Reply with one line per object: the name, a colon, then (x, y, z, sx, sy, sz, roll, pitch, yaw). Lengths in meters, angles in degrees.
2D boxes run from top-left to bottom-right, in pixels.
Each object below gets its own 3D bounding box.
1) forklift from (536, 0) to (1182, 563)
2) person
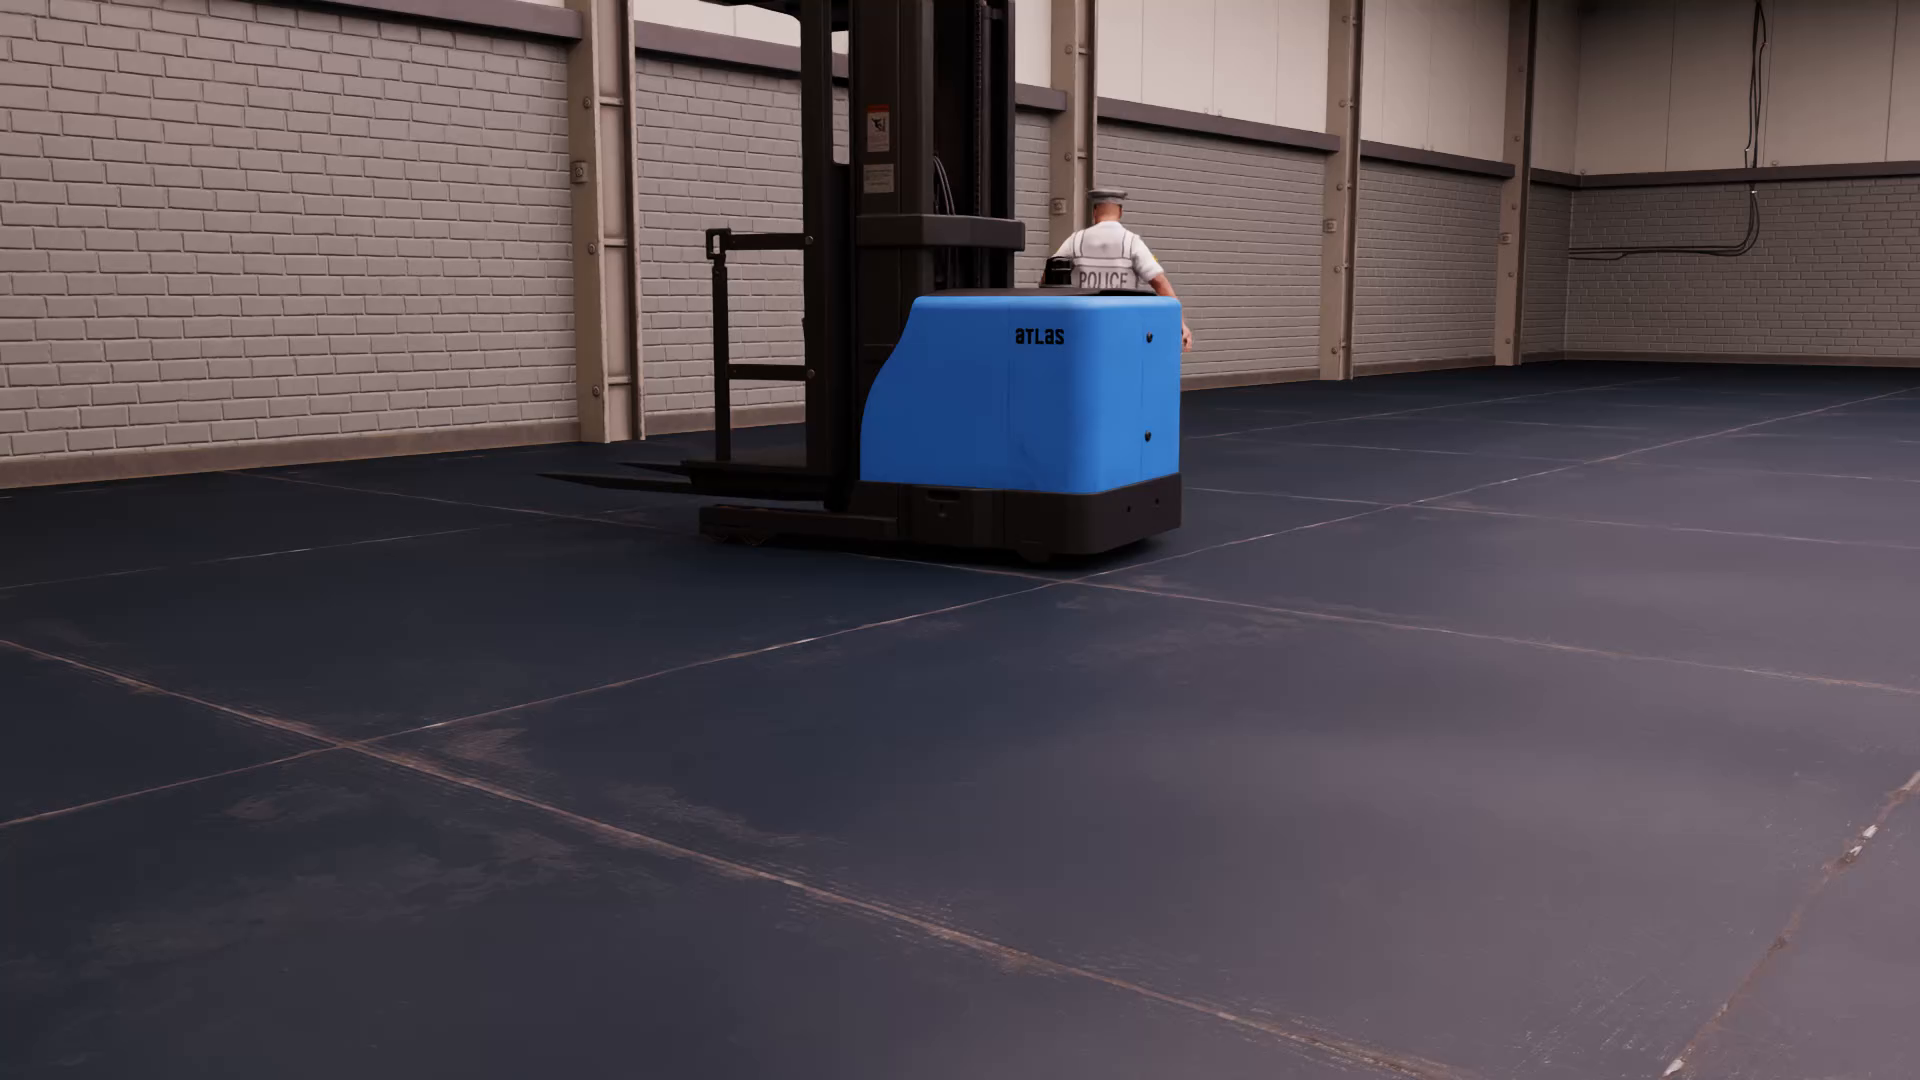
forklift: (-0.568, -1.487, 7.443, 3.031, 2.935, 1.130, 5, 9, 28)
person: (0.921, -1.247, 10.052, 0.977, 1.727, 0.771, 2, 8, 11)
